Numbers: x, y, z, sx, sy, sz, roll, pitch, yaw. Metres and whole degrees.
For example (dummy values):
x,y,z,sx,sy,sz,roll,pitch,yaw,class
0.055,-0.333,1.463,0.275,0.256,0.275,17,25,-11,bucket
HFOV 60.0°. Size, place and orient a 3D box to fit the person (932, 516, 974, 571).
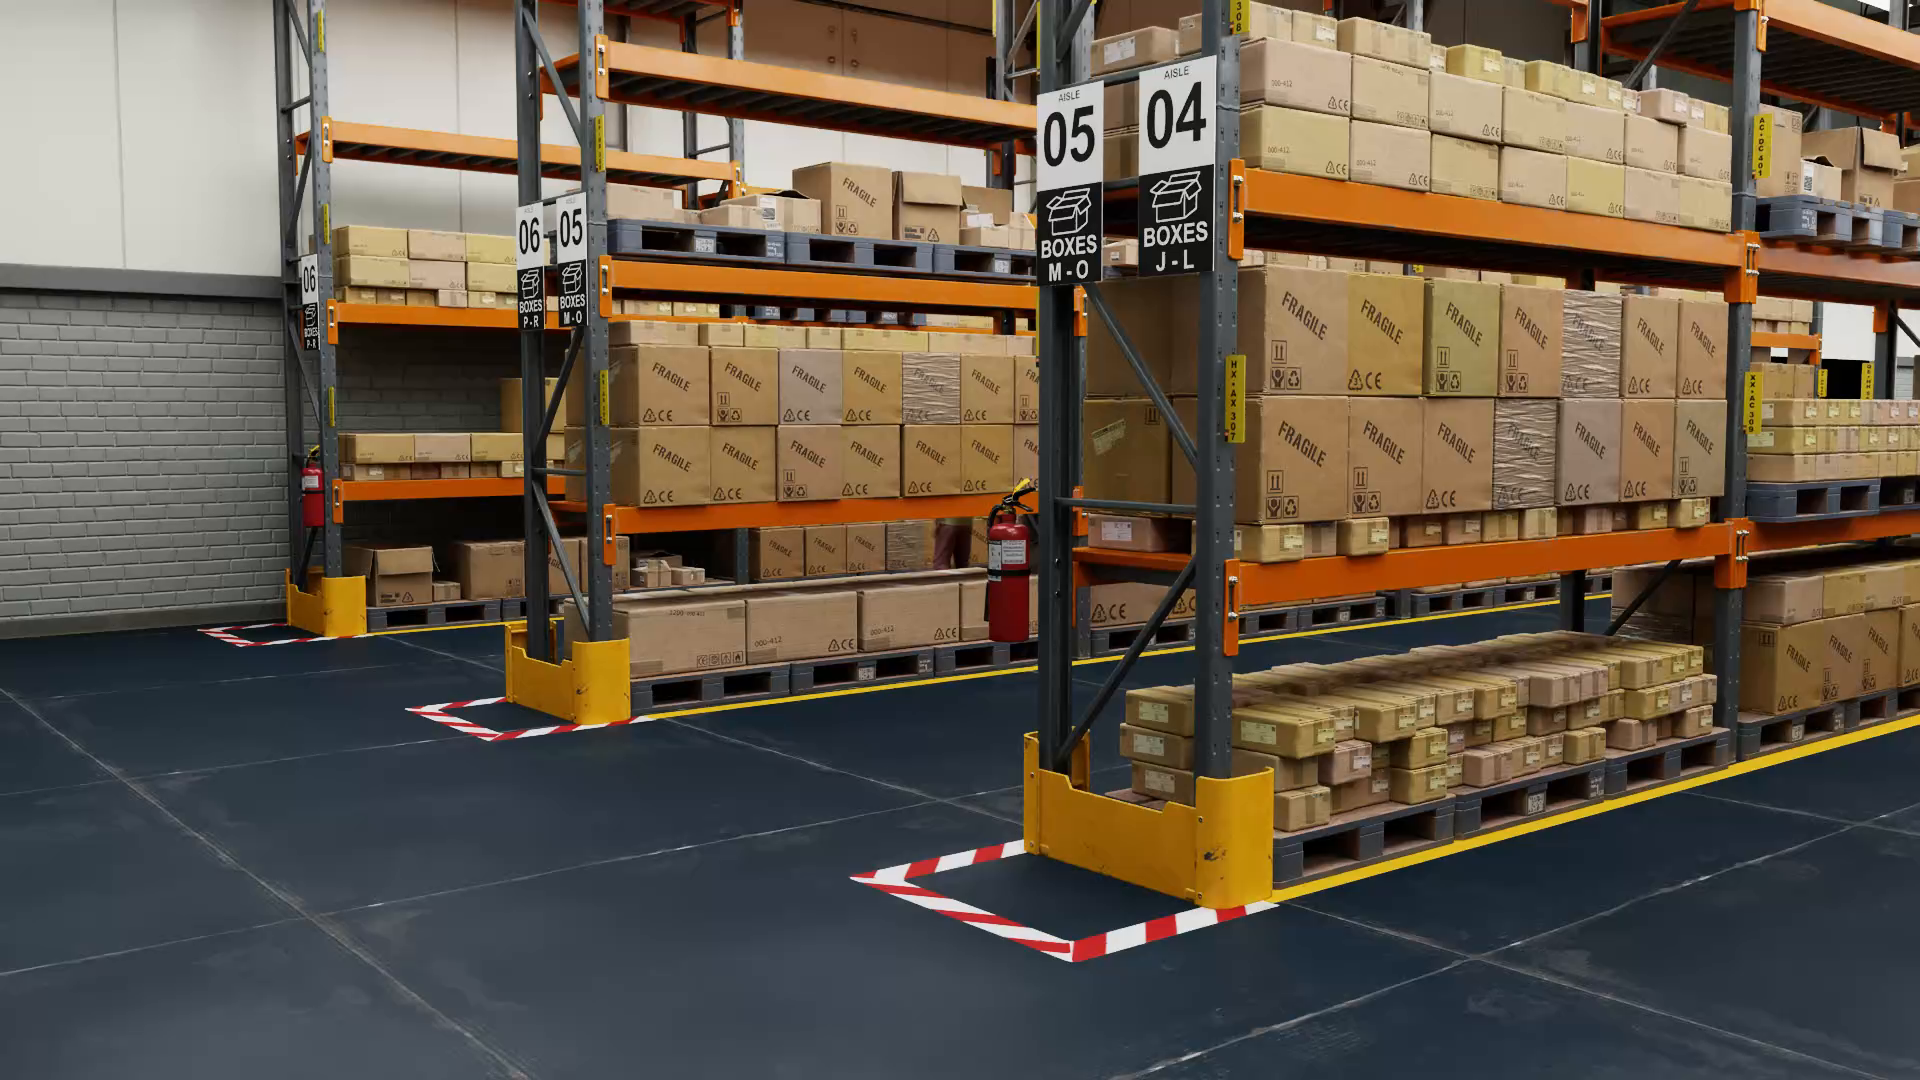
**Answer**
x,y,z,sx,sy,sz,roll,pitch,yaw,class
-0.075,-0.131,15.435,0.513,1.671,0.375,-4,6,-42,person
